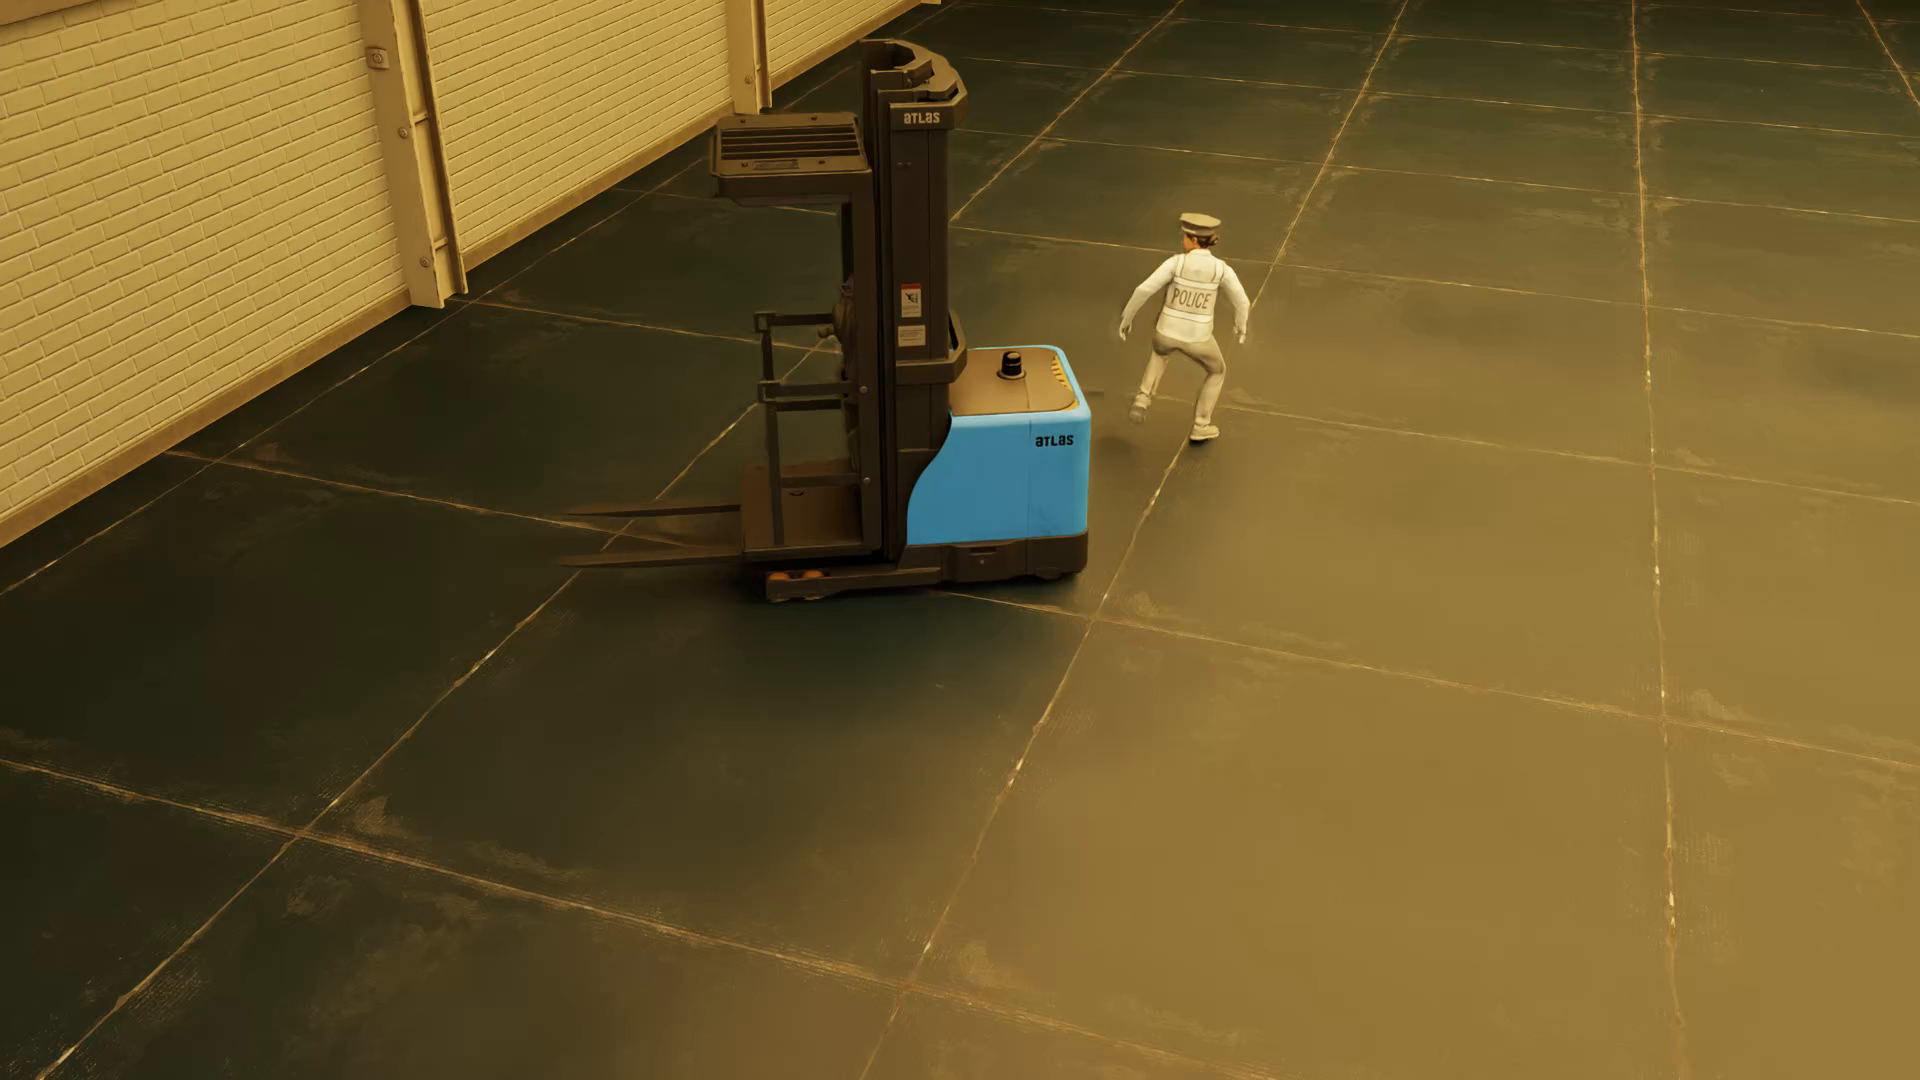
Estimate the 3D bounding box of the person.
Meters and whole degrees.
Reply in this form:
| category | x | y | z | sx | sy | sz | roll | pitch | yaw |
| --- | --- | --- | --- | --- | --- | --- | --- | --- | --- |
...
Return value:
| category | x | y | z | sx | sy | sz | roll | pitch | yaw |
| --- | --- | --- | --- | --- | --- | --- | --- | --- | --- |
| person | 1.486 | -1.397 | 10.999 | 0.789 | 1.560 | 0.526 | 10 | 31 | 17 |

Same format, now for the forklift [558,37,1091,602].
| category | x | y | z | sx | sy | sz | roll | pitch | yaw |
| --- | --- | --- | --- | --- | --- | --- | --- | --- | --- |
| forklift | -0.812 | -1.196 | 9.235 | 3.031 | 2.935 | 1.130 | -4 | 30 | -6 |
